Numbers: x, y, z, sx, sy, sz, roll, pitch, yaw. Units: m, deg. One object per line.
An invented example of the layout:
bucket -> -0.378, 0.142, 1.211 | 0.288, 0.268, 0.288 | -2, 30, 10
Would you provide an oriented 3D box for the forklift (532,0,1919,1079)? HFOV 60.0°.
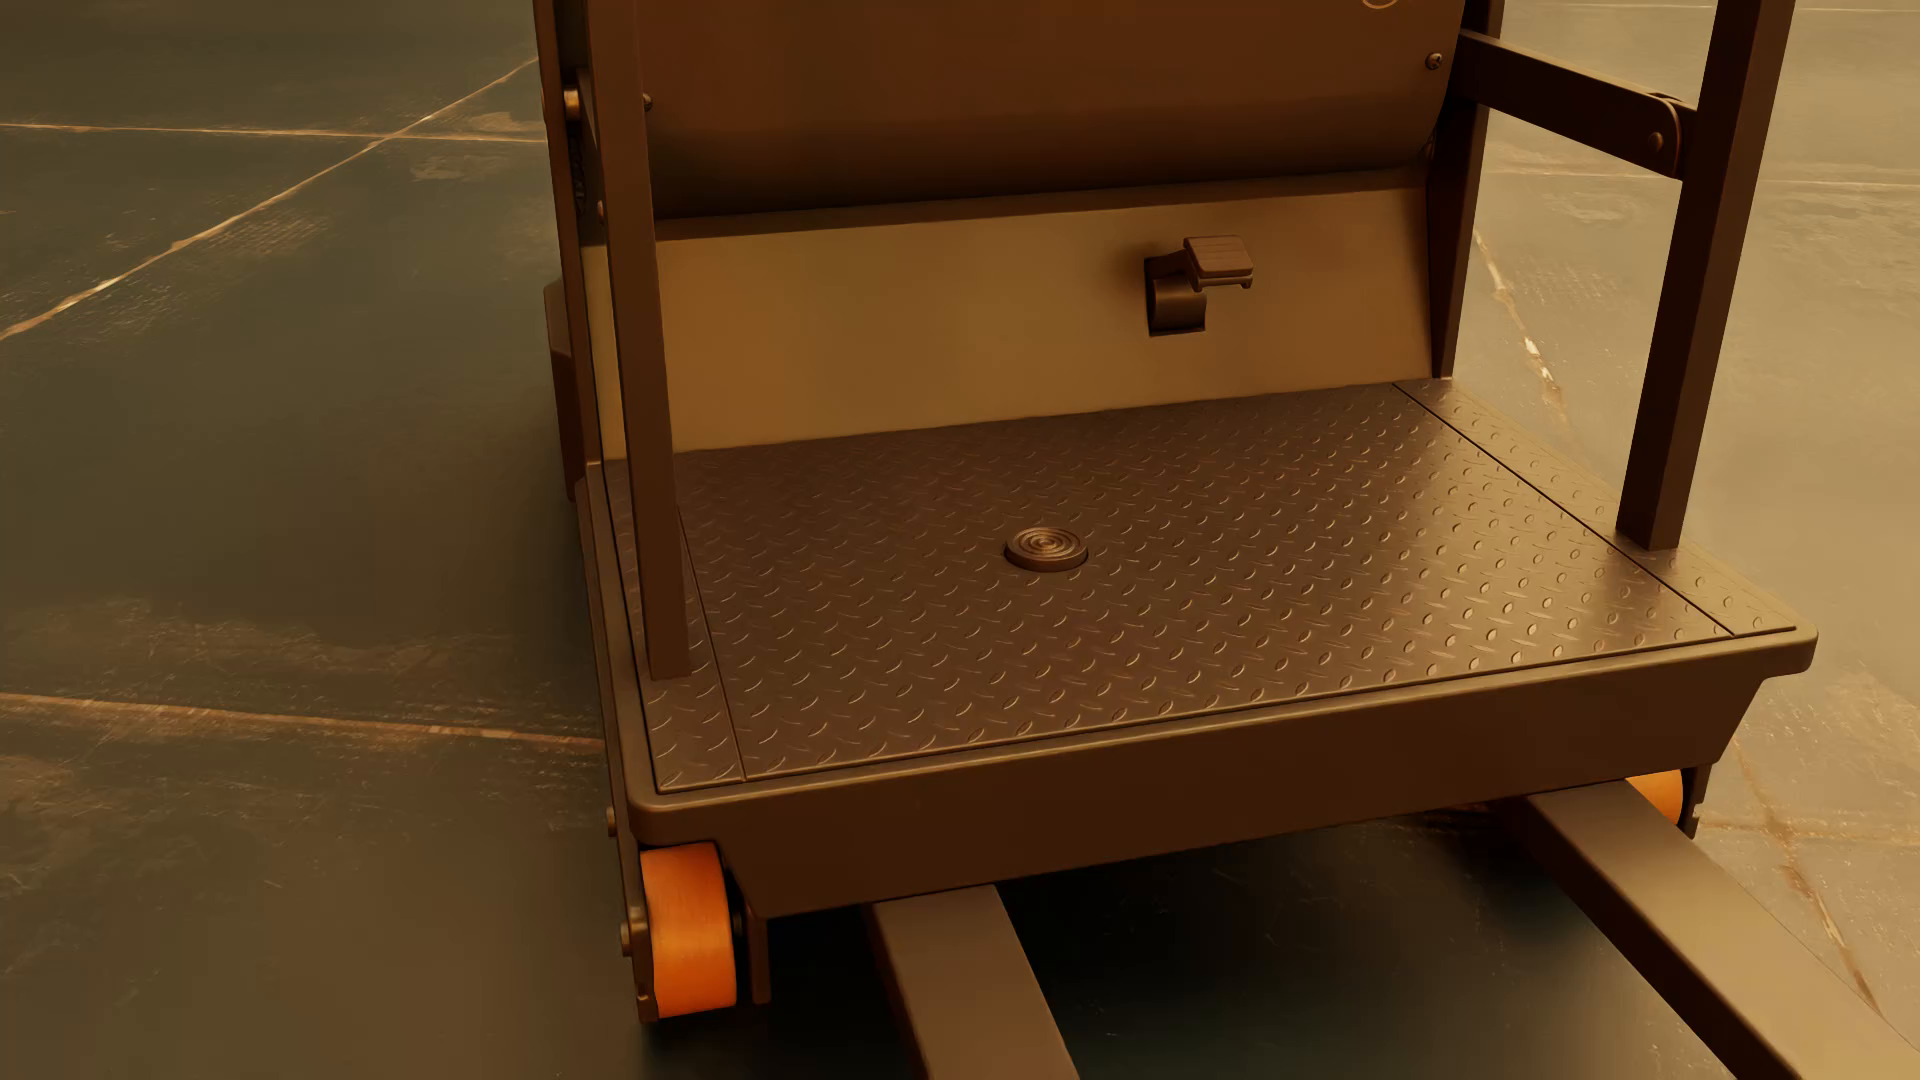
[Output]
forklift -> 0.153, -1.049, 1.319 | 1.130, 2.935, 3.031 | -7, 27, -13
